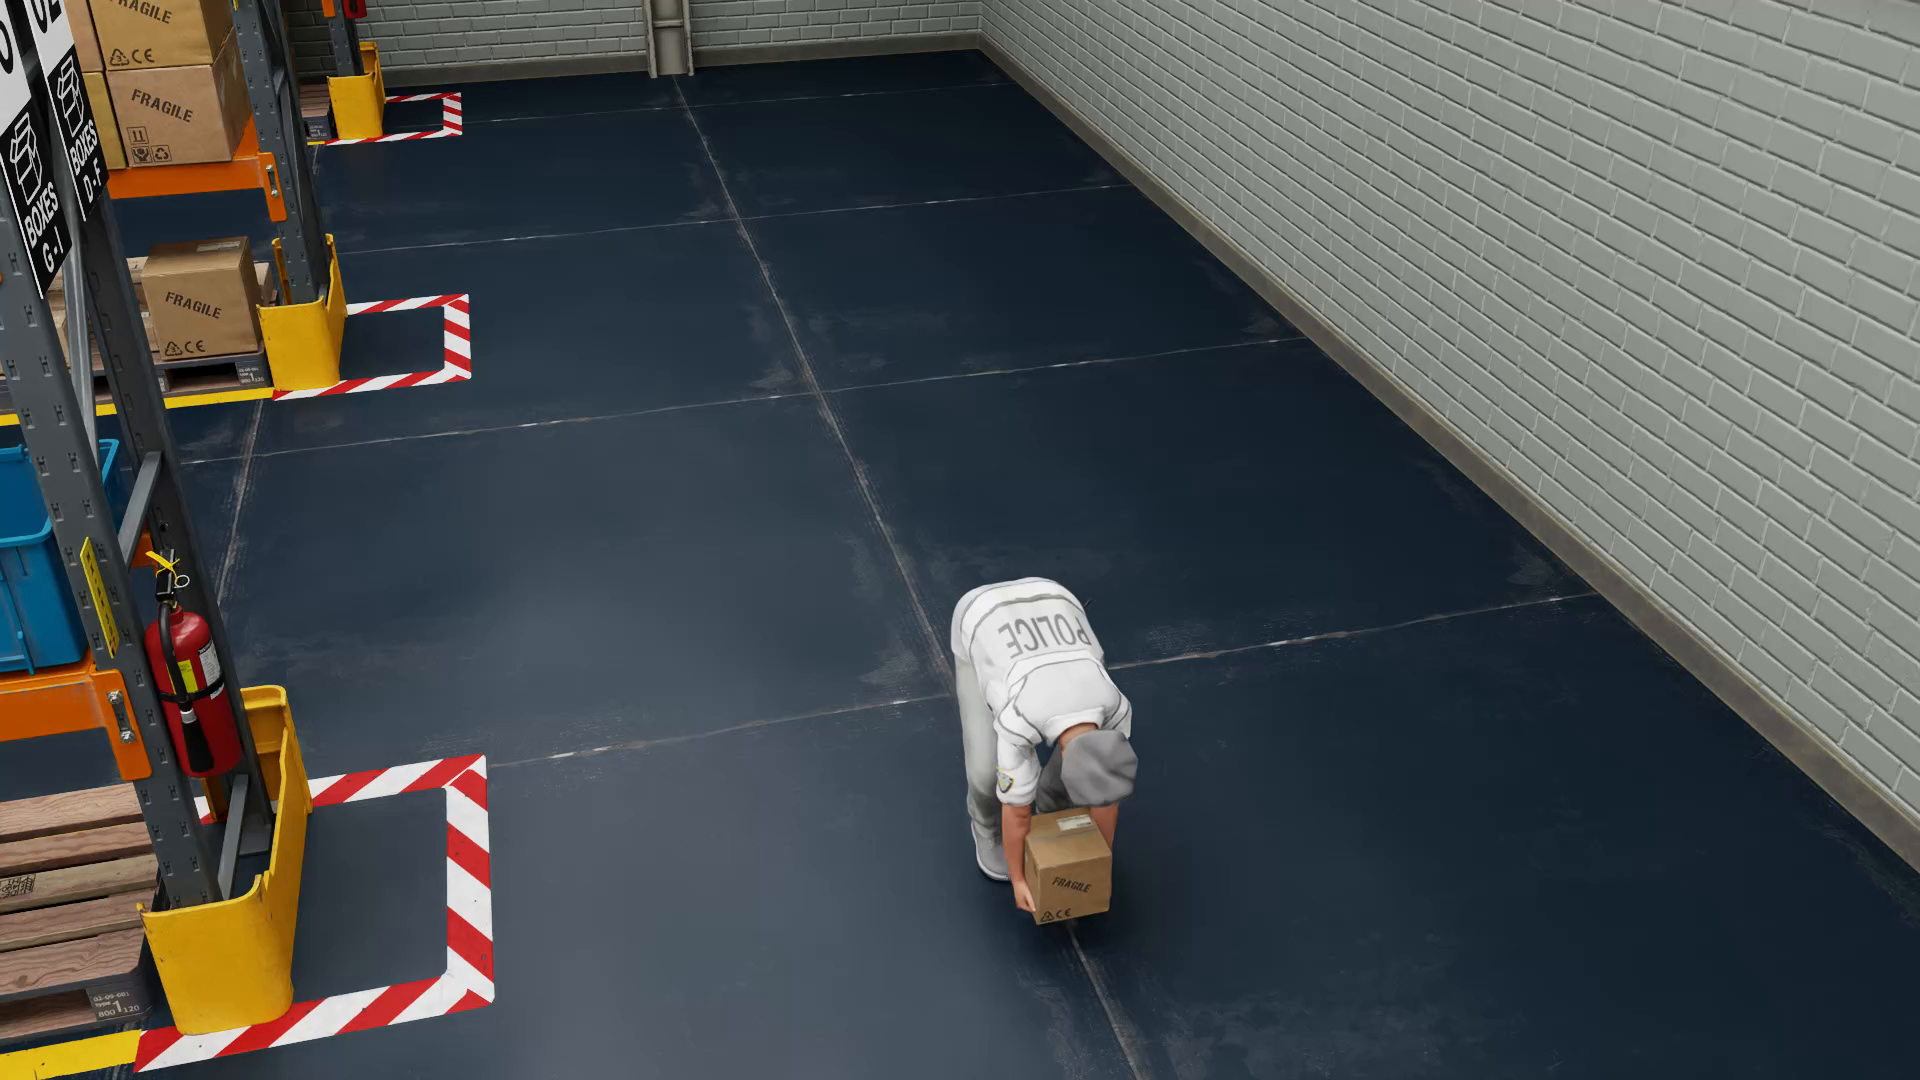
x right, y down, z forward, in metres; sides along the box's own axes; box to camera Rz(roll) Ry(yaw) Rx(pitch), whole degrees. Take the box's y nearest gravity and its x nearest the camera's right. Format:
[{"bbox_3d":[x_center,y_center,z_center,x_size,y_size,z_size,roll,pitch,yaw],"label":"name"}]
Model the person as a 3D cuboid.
[{"bbox_3d":[0.296,0.725,5.556,0.509,1.069,1.042,-9,31,-15],"label":"person"}]
